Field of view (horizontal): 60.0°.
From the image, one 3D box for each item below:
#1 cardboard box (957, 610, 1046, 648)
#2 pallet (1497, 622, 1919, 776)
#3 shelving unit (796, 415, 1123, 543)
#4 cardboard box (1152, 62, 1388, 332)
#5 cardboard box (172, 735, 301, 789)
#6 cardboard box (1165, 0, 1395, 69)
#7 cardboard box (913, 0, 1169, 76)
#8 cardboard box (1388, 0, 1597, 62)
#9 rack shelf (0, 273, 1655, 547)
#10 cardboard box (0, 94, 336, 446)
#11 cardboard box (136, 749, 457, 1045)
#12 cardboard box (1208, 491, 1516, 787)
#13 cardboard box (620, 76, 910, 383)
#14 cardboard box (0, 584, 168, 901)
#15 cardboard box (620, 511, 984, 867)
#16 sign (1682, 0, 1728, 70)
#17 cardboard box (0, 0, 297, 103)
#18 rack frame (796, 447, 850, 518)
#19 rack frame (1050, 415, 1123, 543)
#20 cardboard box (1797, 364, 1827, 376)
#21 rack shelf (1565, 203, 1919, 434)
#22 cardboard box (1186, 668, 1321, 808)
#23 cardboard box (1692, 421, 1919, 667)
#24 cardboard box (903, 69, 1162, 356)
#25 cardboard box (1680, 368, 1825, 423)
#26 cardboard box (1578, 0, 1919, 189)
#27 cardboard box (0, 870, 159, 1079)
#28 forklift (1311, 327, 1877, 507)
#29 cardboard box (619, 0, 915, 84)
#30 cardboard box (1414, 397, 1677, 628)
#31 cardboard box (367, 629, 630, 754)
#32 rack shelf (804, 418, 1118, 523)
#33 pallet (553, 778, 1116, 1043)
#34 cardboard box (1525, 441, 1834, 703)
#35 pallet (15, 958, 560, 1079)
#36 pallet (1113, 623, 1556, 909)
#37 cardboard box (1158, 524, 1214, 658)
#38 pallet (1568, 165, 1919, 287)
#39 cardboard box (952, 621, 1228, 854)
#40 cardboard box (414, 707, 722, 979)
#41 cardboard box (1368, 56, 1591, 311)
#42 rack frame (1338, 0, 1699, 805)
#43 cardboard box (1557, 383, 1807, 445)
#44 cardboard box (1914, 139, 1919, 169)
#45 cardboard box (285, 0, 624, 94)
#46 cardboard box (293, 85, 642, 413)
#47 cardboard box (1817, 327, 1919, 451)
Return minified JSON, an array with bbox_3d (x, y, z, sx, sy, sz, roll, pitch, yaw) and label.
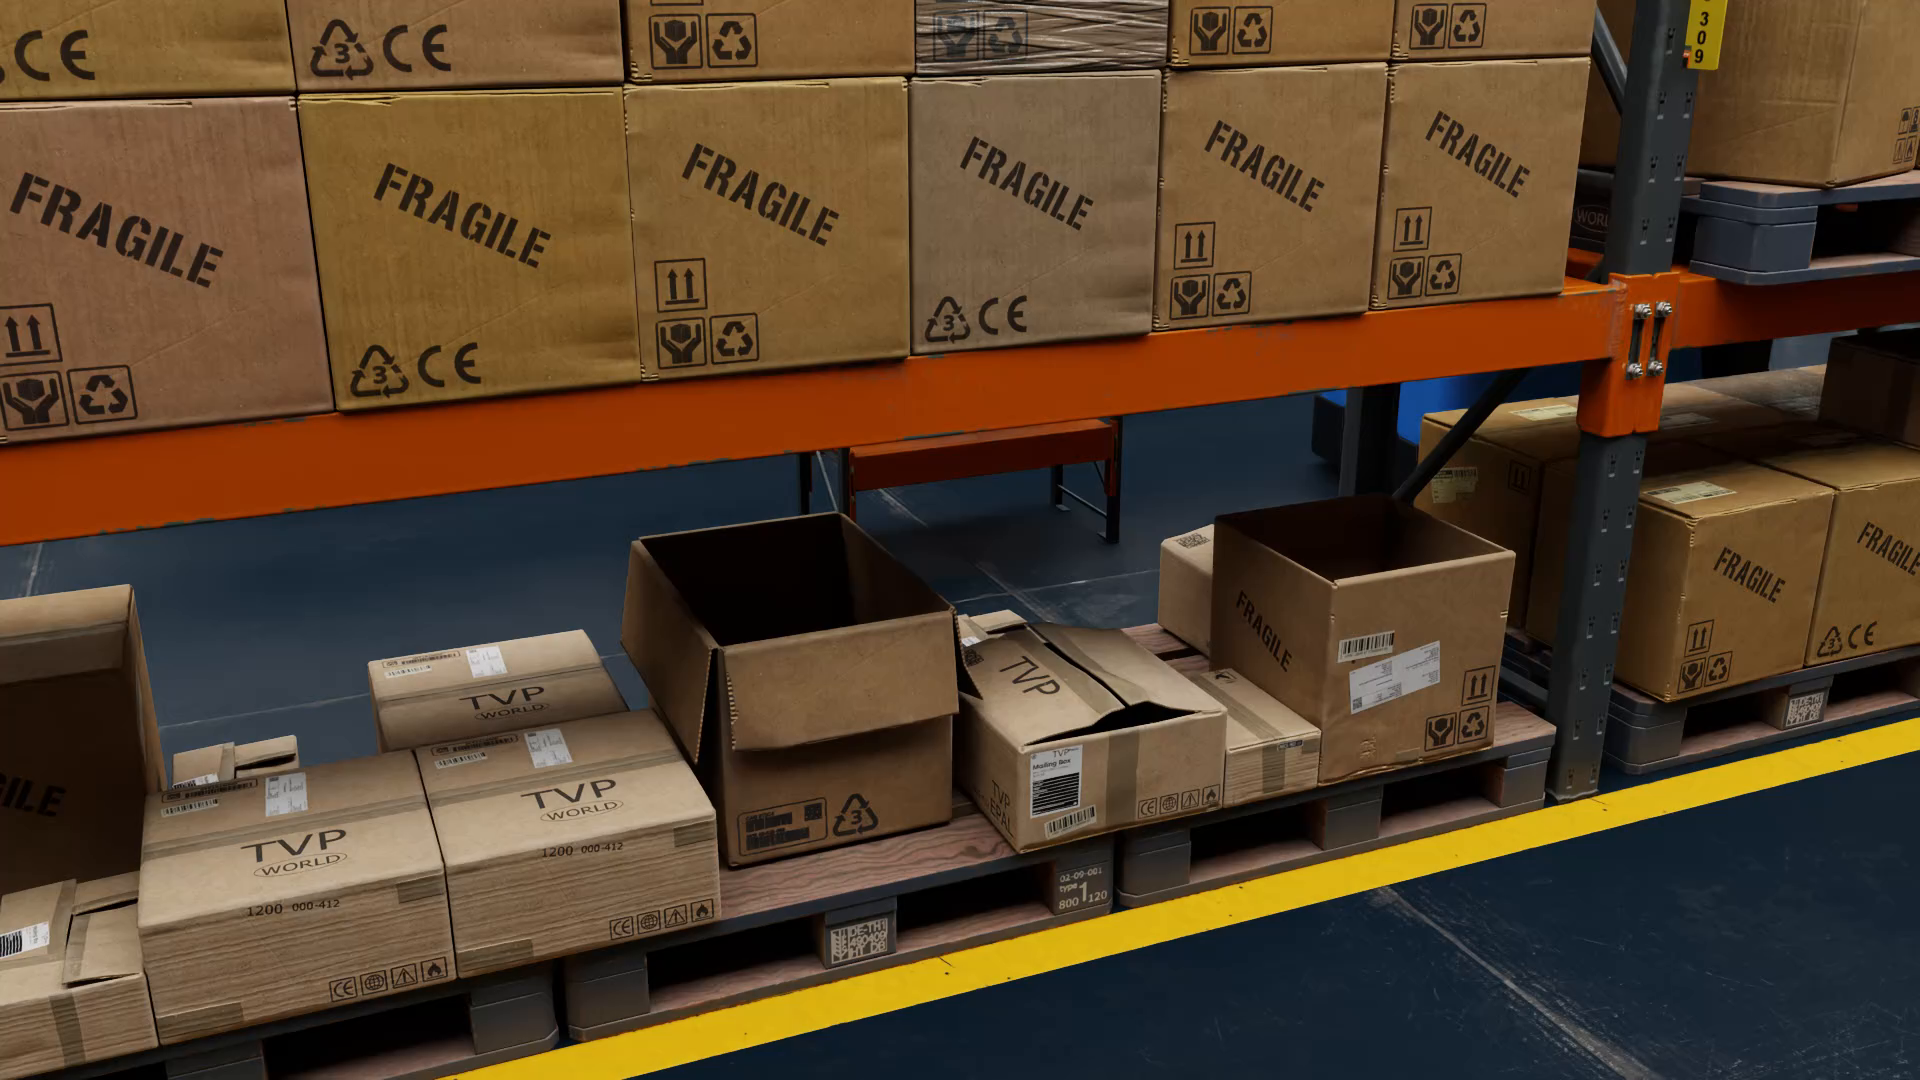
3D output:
[{"bbox_3d":[0.091,0.321,4.199,0.250,0.166,0.380,-8,21,-22],"label":"cardboard box"},{"bbox_3d":[2.084,0.282,4.902,1.213,0.211,1.003,-8,21,-22],"label":"pallet"},{"bbox_3d":[-0.006,-0.530,5.833,1.048,1.125,0.538,-8,21,-22],"label":"shelving unit"},{"bbox_3d":[0.522,-0.749,3.483,0.500,0.500,0.500,-8,21,-20],"label":"cardboard box"},{"bbox_3d":[-1.512,0.568,3.496,0.250,0.166,0.380,-8,21,-22],"label":"cardboard box"},{"bbox_3d":[0.521,-1.220,3.313,0.500,0.500,0.500,-9,21,-23],"label":"cardboard box"},{"bbox_3d":[0.058,-1.153,3.125,0.500,0.500,0.500,-8,21,-21],"label":"cardboard box"},{"bbox_3d":[0.990,-1.288,3.507,0.500,0.500,0.500,-8,21,-22],"label":"cardboard box"},{"bbox_3d":[-0.484,-0.312,3.475,4.000,0.370,1.077,-8,21,-22],"label":"rack shelf"},{"bbox_3d":[-1.337,-0.483,2.726,0.500,0.500,0.500,-8,21,-22],"label":"cardboard box"},{"bbox_3d":[-1.250,0.650,3.136,0.500,0.250,0.500,-8,21,-22],"label":"cardboard box"},{"bbox_3d":[0.941,0.219,3.986,0.500,0.500,0.500,-8,21,-22],"label":"cardboard box"},{"bbox_3d":[-0.416,-0.613,3.097,0.500,0.500,0.500,-8,21,-21],"label":"cardboard box"},{"bbox_3d":[-1.919,0.437,3.367,0.500,0.500,0.500,-8,21,-22],"label":"cardboard box"},{"bbox_3d":[-0.371,0.304,3.738,0.637,0.503,0.797,-8,21,-22],"label":"cardboard box"},{"bbox_3d":[1.574,-1.158,3.492,0.005,0.325,0.100,-8,21,-22],"label":"sign"},{"bbox_3d":[-1.332,-0.956,2.565,0.500,0.500,0.500,-8,21,-21],"label":"cardboard box"},{"bbox_3d":[-0.473,-0.463,5.643,0.032,1.125,0.500,-8,21,-22],"label":"rack frame"},{"bbox_3d":[0.461,-0.597,6.023,0.032,1.125,0.500,-8,21,-22],"label":"rack frame"},{"bbox_3d":[3.076,-0.291,5.434,0.500,0.500,0.500,-9,21,-24],"label":"cardboard box"},{"bbox_3d":[3.188,-0.838,4.969,4.000,0.370,1.077,-8,21,-22],"label":"rack shelf"},{"bbox_3d":[0.621,0.452,3.852,0.250,0.149,0.380,-8,21,-22],"label":"cardboard box"},{"bbox_3d":[2.378,-0.006,4.623,0.500,0.500,0.500,-8,21,-21],"label":"cardboard box"},{"bbox_3d":[0.051,-0.681,3.289,0.500,0.500,0.500,-8,21,-21],"label":"cardboard box"},{"bbox_3d":[2.609,-0.224,5.242,0.500,0.500,0.500,-8,21,-21],"label":"cardboard box"},{"bbox_3d":[1.876,-1.154,4.000,0.500,0.500,0.700,-17,26,-40],"label":"cardboard box"},{"bbox_3d":[-1.571,0.757,2.958,0.250,0.166,0.380,-8,21,-22],"label":"cardboard box"},{"bbox_3d":[3.021,-1.675,6.366,3.031,2.935,1.130,-5,20,-15],"label":"forklift"},{"bbox_3d":[-0.405,-1.087,2.938,0.500,0.500,0.500,-8,21,-22],"label":"cardboard box"},{"bbox_3d":[1.692,-0.095,4.877,0.500,0.500,0.500,-8,21,-22],"label":"cardboard box"},{"bbox_3d":[-1.035,0.439,3.737,0.500,0.250,0.500,-8,21,-22],"label":"cardboard box"},{"bbox_3d":[-0.006,-0.299,5.914,1.000,0.278,0.538,-8,21,-22],"label":"rack shelf"},{"bbox_3d":[-0.401,0.653,3.851,1.213,0.211,1.003,-8,21,-22],"label":"pallet"},{"bbox_3d":[1.893,0.068,4.414,0.500,0.500,0.500,-9,21,-24],"label":"cardboard box"},{"bbox_3d":[-1.519,0.812,3.398,1.213,0.211,1.003,-8,21,-22],"label":"pallet"},{"bbox_3d":[0.721,0.491,4.310,1.213,0.211,1.003,-8,21,-22],"label":"pallet"},{"bbox_3d":[0.881,0.136,4.507,0.500,0.311,0.500,-8,21,-22],"label":"cardboard box"},{"bbox_3d":[2.129,-0.896,4.339,1.213,0.211,1.003,-8,21,-22],"label":"pallet"},{"bbox_3d":[0.253,0.406,3.737,0.500,0.311,0.500,-8,21,-22],"label":"cardboard box"},{"bbox_3d":[-0.791,0.585,3.323,0.500,0.250,0.500,-8,21,-22],"label":"cardboard box"},{"bbox_3d":[0.995,-0.818,3.677,0.500,0.500,0.500,-8,21,-21],"label":"cardboard box"},{"bbox_3d":[1.352,-0.914,4.103,0.127,3.000,1.000,-8,21,-22],"label":"rack frame"},{"bbox_3d":[2.149,-0.158,5.055,0.500,0.500,0.500,-8,21,-22],"label":"cardboard box"},{"bbox_3d":[2.482,-1.264,4.311,0.500,0.500,0.700,-5,20,-13],"label":"cardboard box"},{"bbox_3d":[-0.871,-1.020,2.747,0.500,0.500,0.500,-8,21,-21],"label":"cardboard box"},{"bbox_3d":[-0.875,-0.548,2.911,0.500,0.500,0.500,-8,21,-22],"label":"cardboard box"},{"bbox_3d":[2.811,-0.418,4.663,0.500,0.250,0.500,-8,21,-22],"label":"cardboard box"}]
